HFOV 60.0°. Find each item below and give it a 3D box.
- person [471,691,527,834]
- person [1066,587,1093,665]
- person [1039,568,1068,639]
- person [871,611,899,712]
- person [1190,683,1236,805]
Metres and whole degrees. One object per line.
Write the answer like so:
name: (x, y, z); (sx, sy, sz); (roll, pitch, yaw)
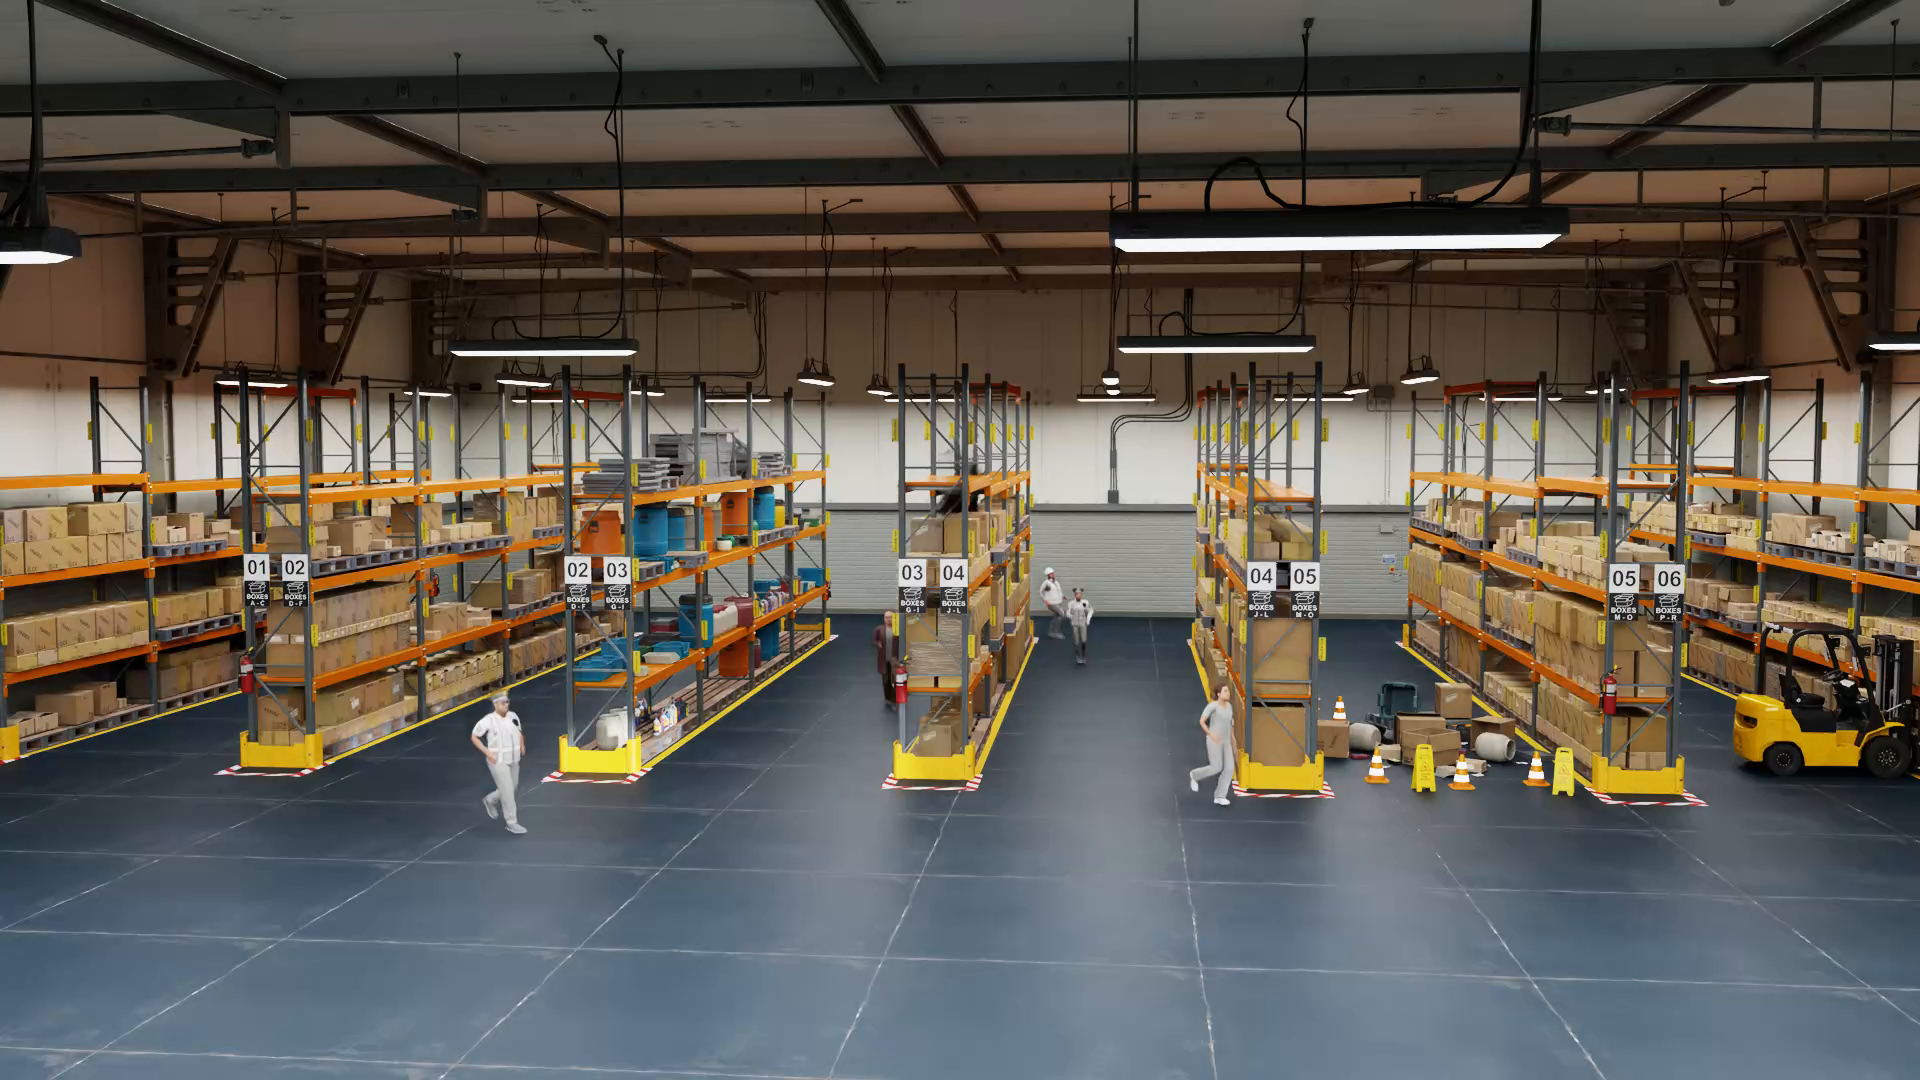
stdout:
person: (-5.767, 2.768, 20.927); (0.902, 1.760, 0.677); (3, 4, 35)
person: (2.583, 1.857, 35.970); (0.588, 1.686, 0.653); (0, 4, 6)
person: (2.331, 1.557, 40.506); (0.629, 1.766, 0.701); (2, 4, 29)
person: (-1.277, 2.194, 30.105); (0.654, 1.823, 0.853); (0, 4, 5)
person: (3.508, 2.756, 22.628); (0.616, 1.605, 0.726); (-3, 5, -36)
